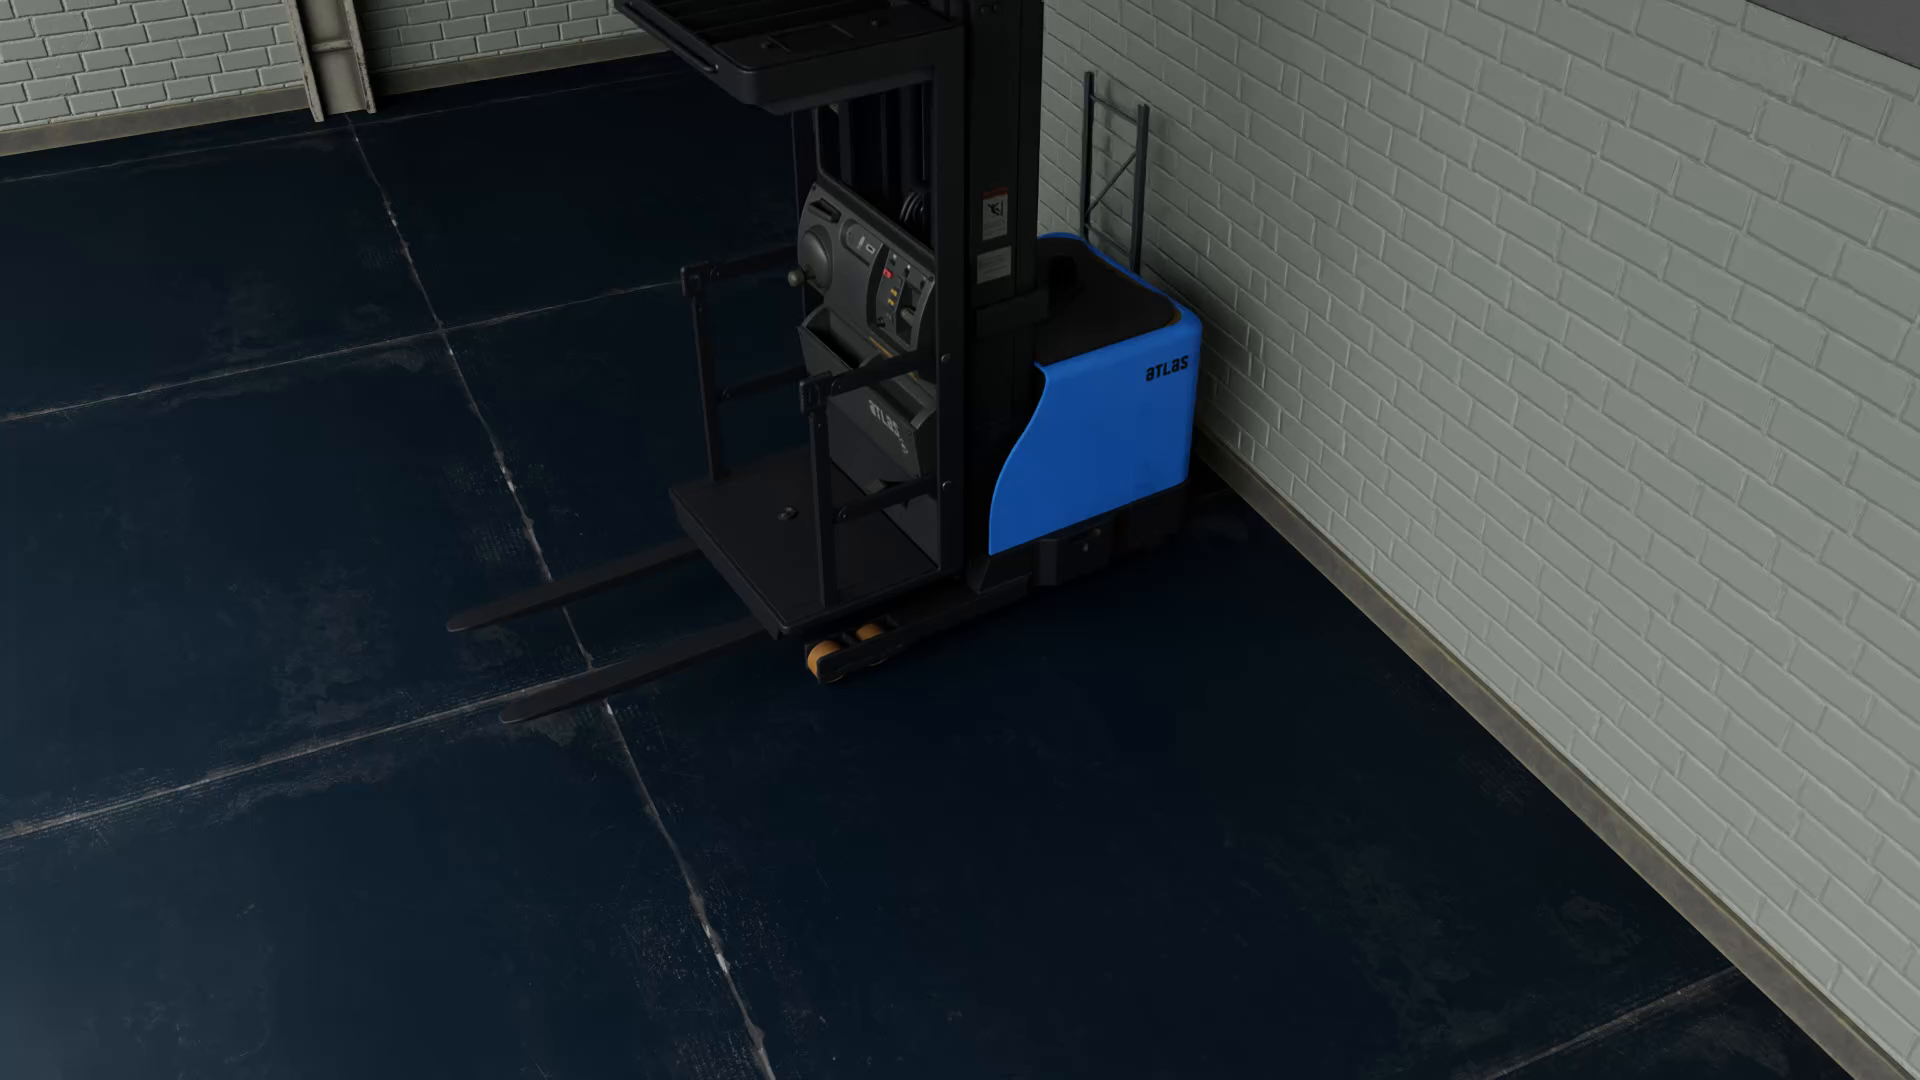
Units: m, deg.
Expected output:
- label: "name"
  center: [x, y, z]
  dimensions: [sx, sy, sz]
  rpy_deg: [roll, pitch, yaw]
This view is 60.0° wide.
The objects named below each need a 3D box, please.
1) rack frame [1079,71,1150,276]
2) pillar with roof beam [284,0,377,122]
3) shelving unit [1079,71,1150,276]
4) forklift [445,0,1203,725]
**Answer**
- label: "rack frame"
  center: [0.707, -1.412, 7.886]
  dimensions: [0.032, 1.500, 0.500]
  rpy_deg: [-17, 39, -22]
- label: "pillar with roof beam"
  center: [-2.305, -4.182, 5.335]
  dimensions: [0.400, 9.000, 9.100]
  rpy_deg: [-16, 39, -20]
- label: "shelving unit"
  center: [0.257, -1.271, 7.696]
  dimensions: [1.048, 1.500, 0.538]
  rpy_deg: [-17, 39, -22]
- label: "forklift"
  center: [-0.533, -0.981, 6.112]
  dimensions: [3.031, 2.935, 1.130]
  rpy_deg: [-20, 41, -25]
